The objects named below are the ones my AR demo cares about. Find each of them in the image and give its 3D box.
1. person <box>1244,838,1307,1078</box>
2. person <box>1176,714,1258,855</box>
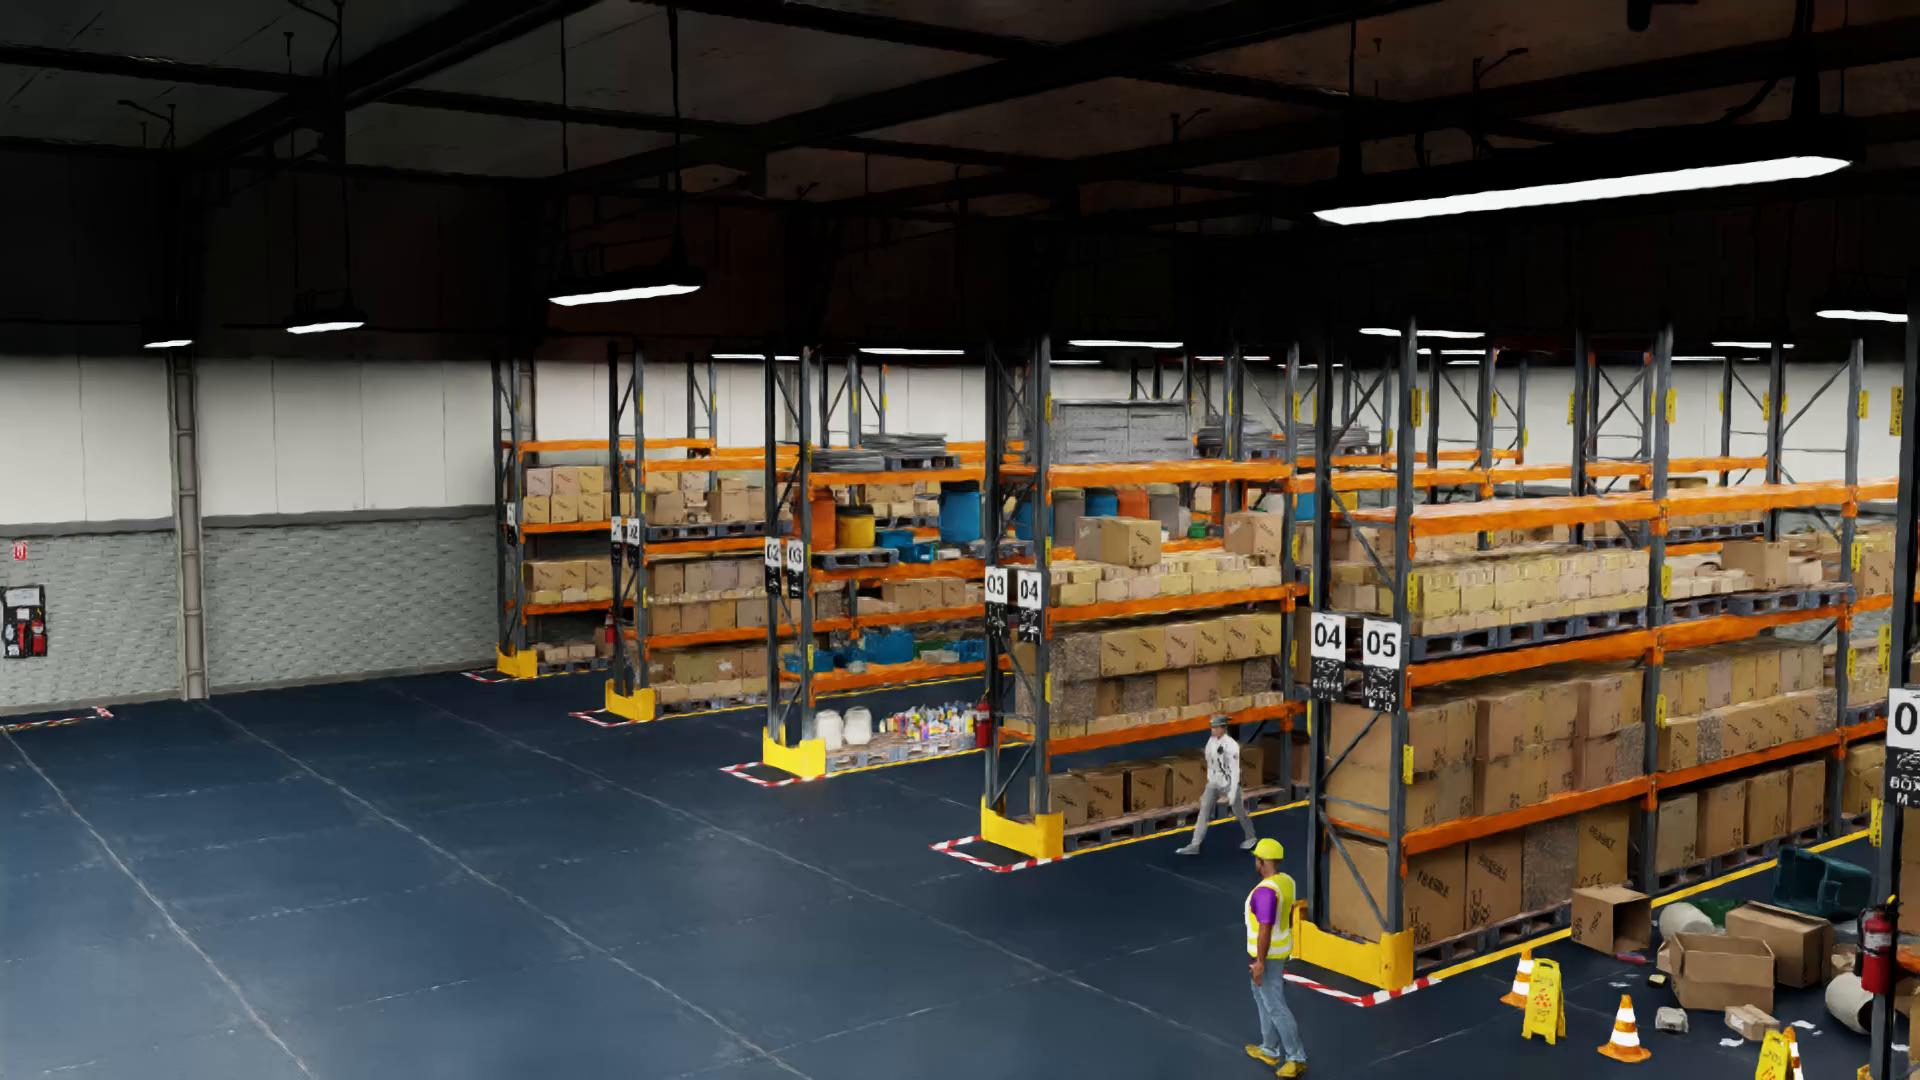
[{"bbox_3d":[2.438,3.177,12.779,0.540,1.759,0.659,3,6,27],"label":"person"},{"bbox_3d":[2.929,2.718,18.587,1.075,1.584,0.486,-4,6,-39],"label":"person"}]
